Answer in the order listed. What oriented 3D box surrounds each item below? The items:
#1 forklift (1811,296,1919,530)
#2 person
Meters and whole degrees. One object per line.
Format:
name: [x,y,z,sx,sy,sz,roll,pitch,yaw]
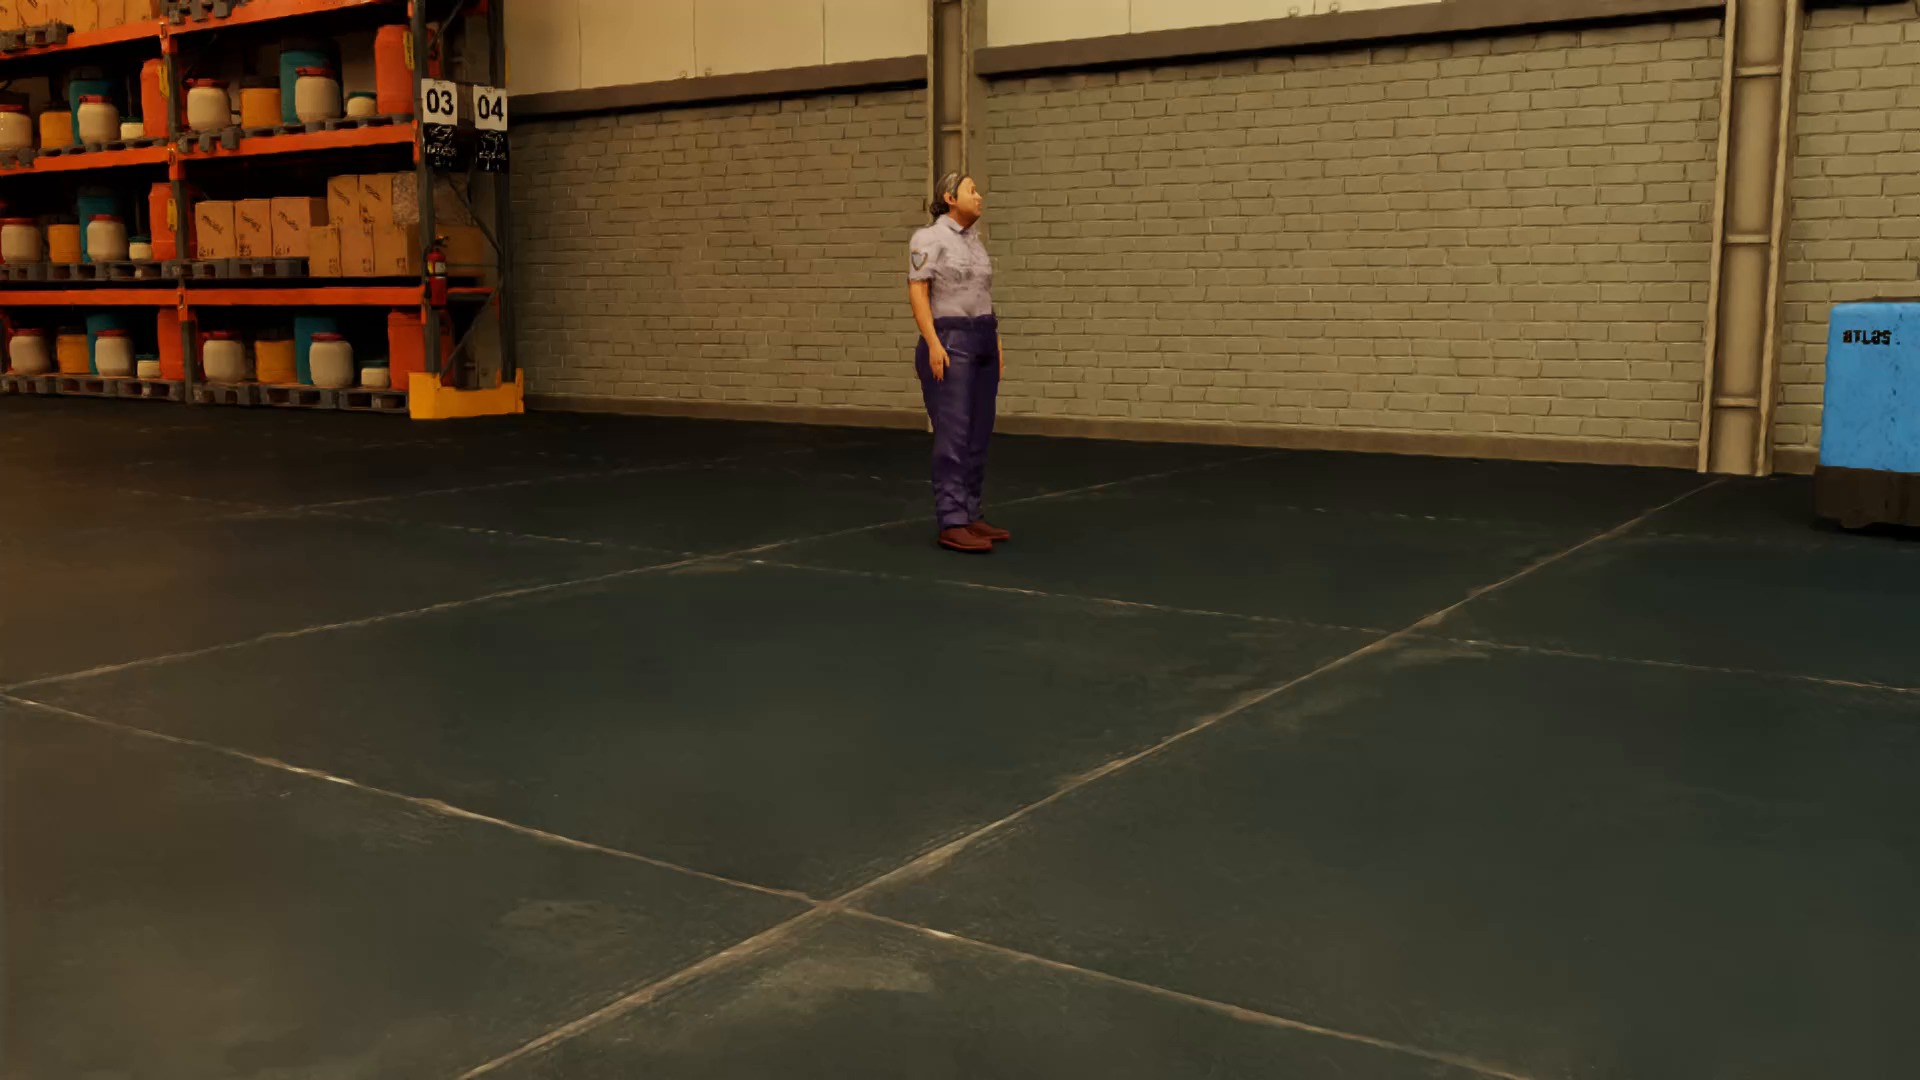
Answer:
forklift: [5.335,-1.370,6.829,1.130,2.935,3.031,-6,10,-36]
person: [0.062,-0.813,7.418,0.502,1.650,0.599,5,10,34]
